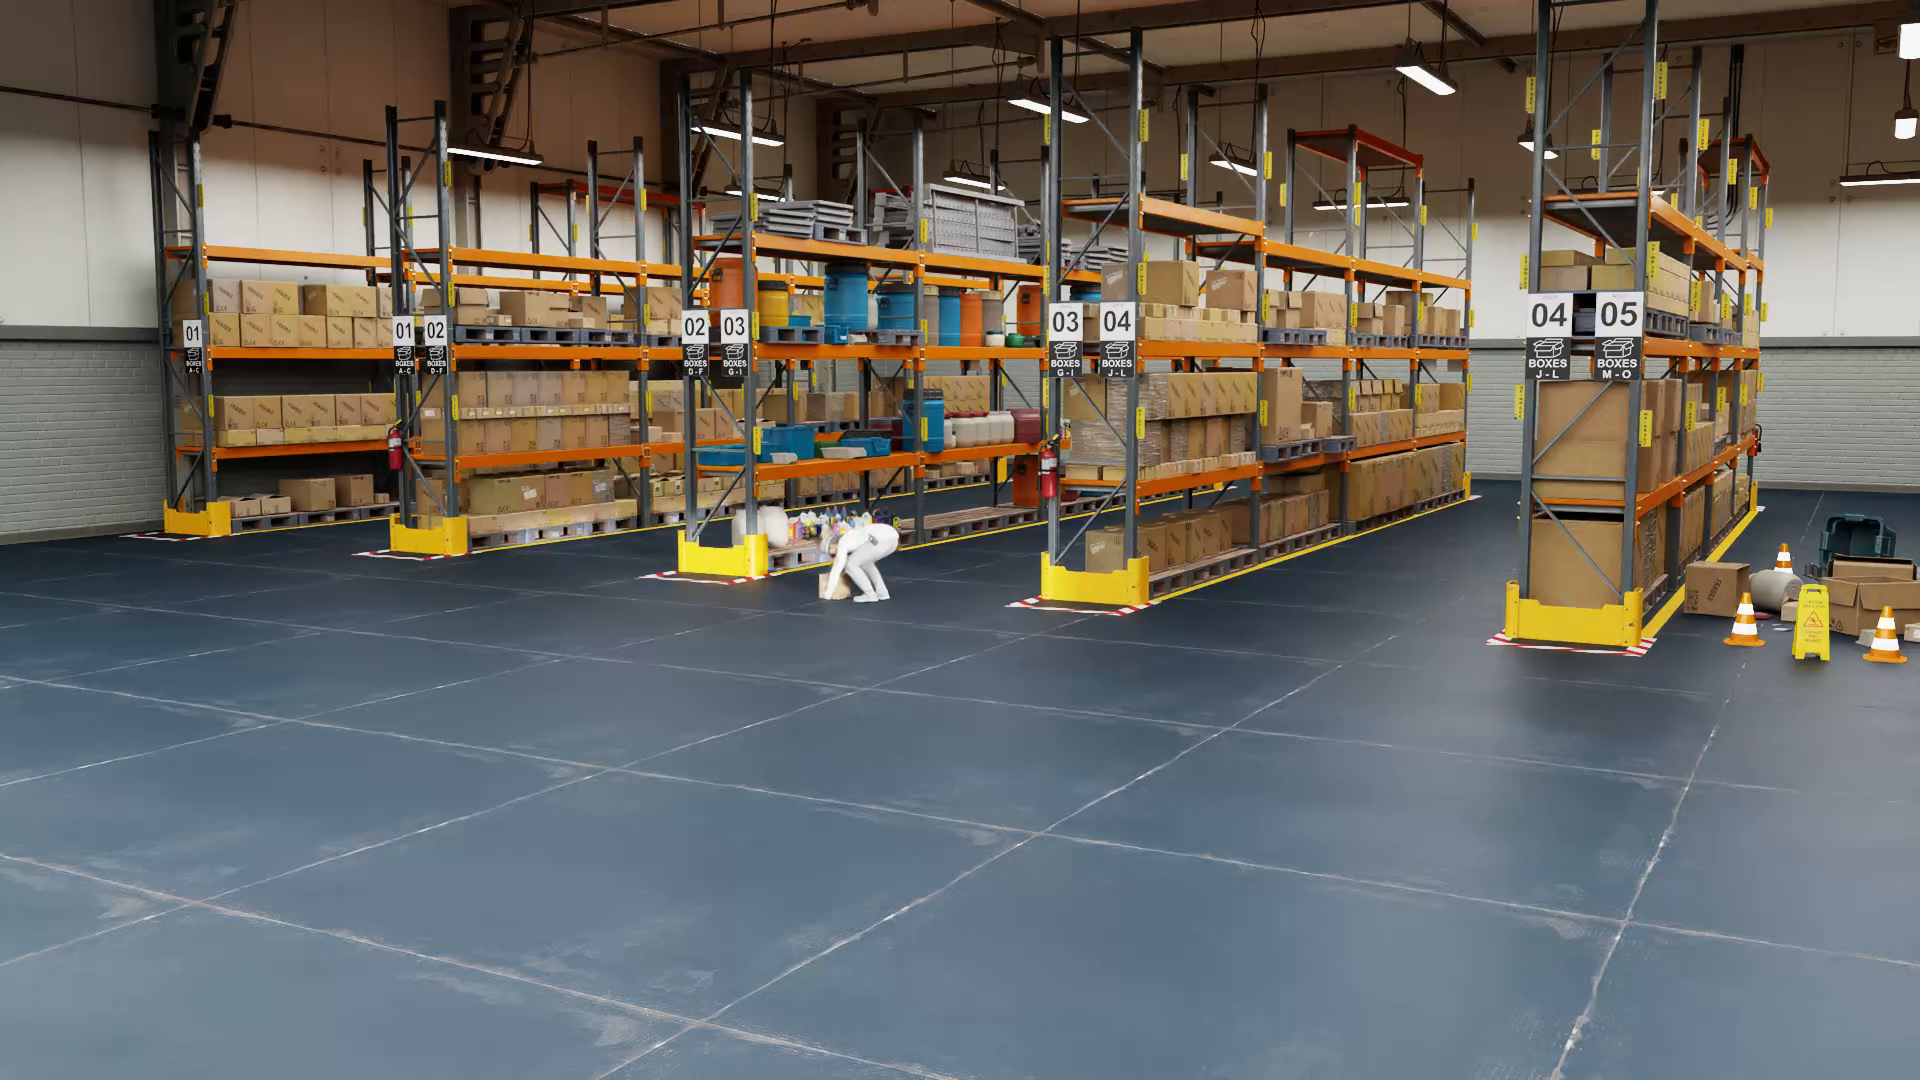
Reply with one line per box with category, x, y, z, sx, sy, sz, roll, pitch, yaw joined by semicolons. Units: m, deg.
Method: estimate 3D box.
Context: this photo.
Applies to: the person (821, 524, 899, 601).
person;-1.099;0.242;18.080;0.889;0.842;0.469;3;7;26
